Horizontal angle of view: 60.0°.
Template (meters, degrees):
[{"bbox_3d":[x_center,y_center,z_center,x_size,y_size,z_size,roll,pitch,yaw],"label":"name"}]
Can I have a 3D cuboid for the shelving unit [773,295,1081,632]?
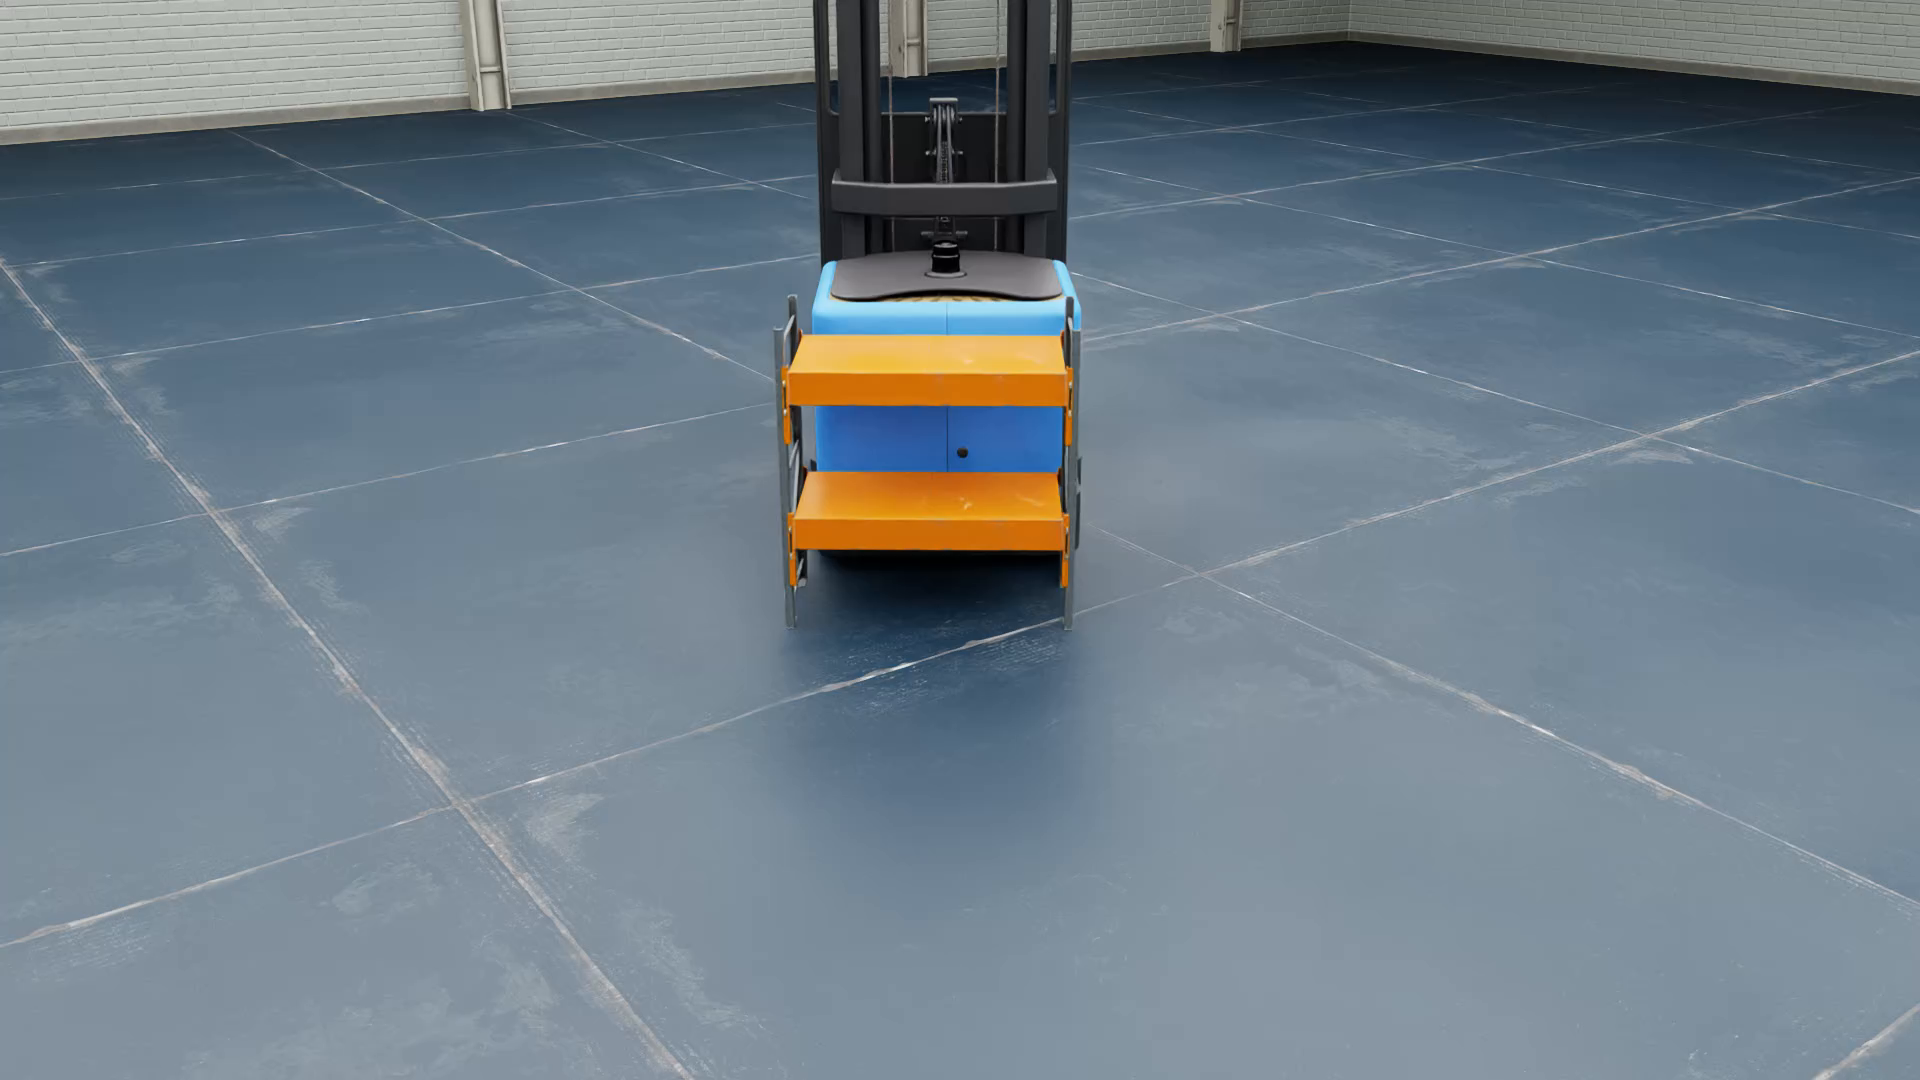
[{"bbox_3d":[-0.109,-0.284,6.089,1.048,1.125,0.538,0,22,1],"label":"shelving unit"}]

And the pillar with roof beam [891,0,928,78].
[{"bbox_3d":[1.820,-9.304,18.070,0.400,9.000,9.100,-15,26,-33],"label":"pillar with roof beam"}]

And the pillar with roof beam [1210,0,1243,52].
[{"bbox_3d":[6.691,-10.602,21.324,0.400,9.000,9.100,-15,26,-33],"label":"pillar with roof beam"}]

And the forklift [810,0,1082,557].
[{"bbox_3d":[-0.078,-1.792,7.432,1.130,2.935,3.031,0,22,-1],"label":"forklift"}]

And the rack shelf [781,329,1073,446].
[{"bbox_3d":[-0.109,-0.555,5.981,1.000,0.278,0.538,0,22,1],"label":"rack shelf"}]

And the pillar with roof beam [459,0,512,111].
[{"bbox_3d":[-3.050,-8.005,14.815,0.400,9.000,9.100,-15,26,-33],"label":"pillar with roof beam"}]

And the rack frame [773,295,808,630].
[{"bbox_3d":[-0.617,-0.286,6.095,0.032,1.125,0.500,0,22,1],"label":"rack frame"}]

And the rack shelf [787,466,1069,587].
[{"bbox_3d":[-0.109,-0.056,6.180,1.000,0.278,0.538,0,22,1],"label":"rack shelf"}]

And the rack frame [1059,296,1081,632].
[{"bbox_3d":[0.399,-0.281,6.083,0.032,1.125,0.500,0,22,1],"label":"rack frame"}]
